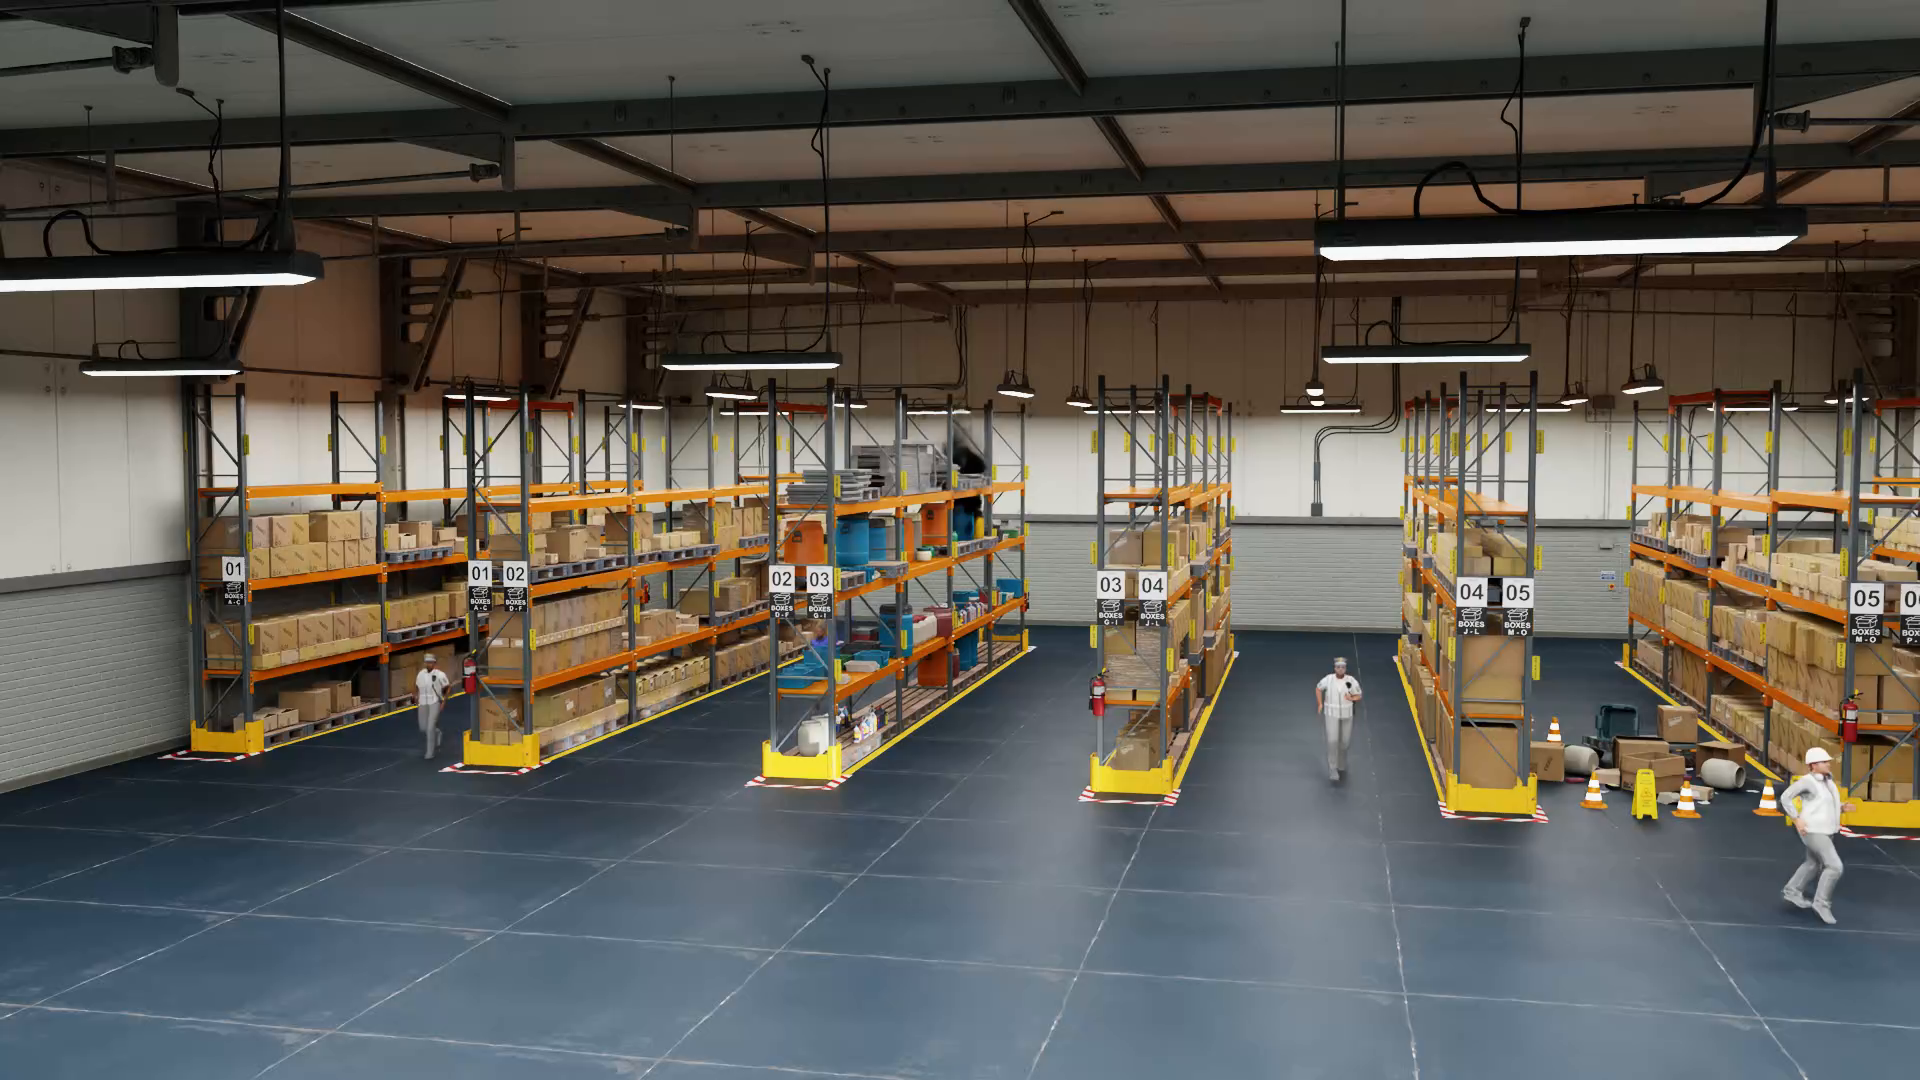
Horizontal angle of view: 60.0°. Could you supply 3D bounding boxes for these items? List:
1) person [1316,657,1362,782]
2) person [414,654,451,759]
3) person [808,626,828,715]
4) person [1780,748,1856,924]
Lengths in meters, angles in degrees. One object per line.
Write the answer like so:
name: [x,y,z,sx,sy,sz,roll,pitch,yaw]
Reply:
person: [5.726,2.670,25.103,0.649,1.823,0.885,0,3,4]
person: [-8.521,2.652,26.823,0.614,1.677,0.609,1,3,11]
person: [-2.611,2.412,31.012,0.588,1.622,0.834,1,3,10]
person: [9.084,3.104,17.602,0.627,1.812,0.753,-3,4,-39]
